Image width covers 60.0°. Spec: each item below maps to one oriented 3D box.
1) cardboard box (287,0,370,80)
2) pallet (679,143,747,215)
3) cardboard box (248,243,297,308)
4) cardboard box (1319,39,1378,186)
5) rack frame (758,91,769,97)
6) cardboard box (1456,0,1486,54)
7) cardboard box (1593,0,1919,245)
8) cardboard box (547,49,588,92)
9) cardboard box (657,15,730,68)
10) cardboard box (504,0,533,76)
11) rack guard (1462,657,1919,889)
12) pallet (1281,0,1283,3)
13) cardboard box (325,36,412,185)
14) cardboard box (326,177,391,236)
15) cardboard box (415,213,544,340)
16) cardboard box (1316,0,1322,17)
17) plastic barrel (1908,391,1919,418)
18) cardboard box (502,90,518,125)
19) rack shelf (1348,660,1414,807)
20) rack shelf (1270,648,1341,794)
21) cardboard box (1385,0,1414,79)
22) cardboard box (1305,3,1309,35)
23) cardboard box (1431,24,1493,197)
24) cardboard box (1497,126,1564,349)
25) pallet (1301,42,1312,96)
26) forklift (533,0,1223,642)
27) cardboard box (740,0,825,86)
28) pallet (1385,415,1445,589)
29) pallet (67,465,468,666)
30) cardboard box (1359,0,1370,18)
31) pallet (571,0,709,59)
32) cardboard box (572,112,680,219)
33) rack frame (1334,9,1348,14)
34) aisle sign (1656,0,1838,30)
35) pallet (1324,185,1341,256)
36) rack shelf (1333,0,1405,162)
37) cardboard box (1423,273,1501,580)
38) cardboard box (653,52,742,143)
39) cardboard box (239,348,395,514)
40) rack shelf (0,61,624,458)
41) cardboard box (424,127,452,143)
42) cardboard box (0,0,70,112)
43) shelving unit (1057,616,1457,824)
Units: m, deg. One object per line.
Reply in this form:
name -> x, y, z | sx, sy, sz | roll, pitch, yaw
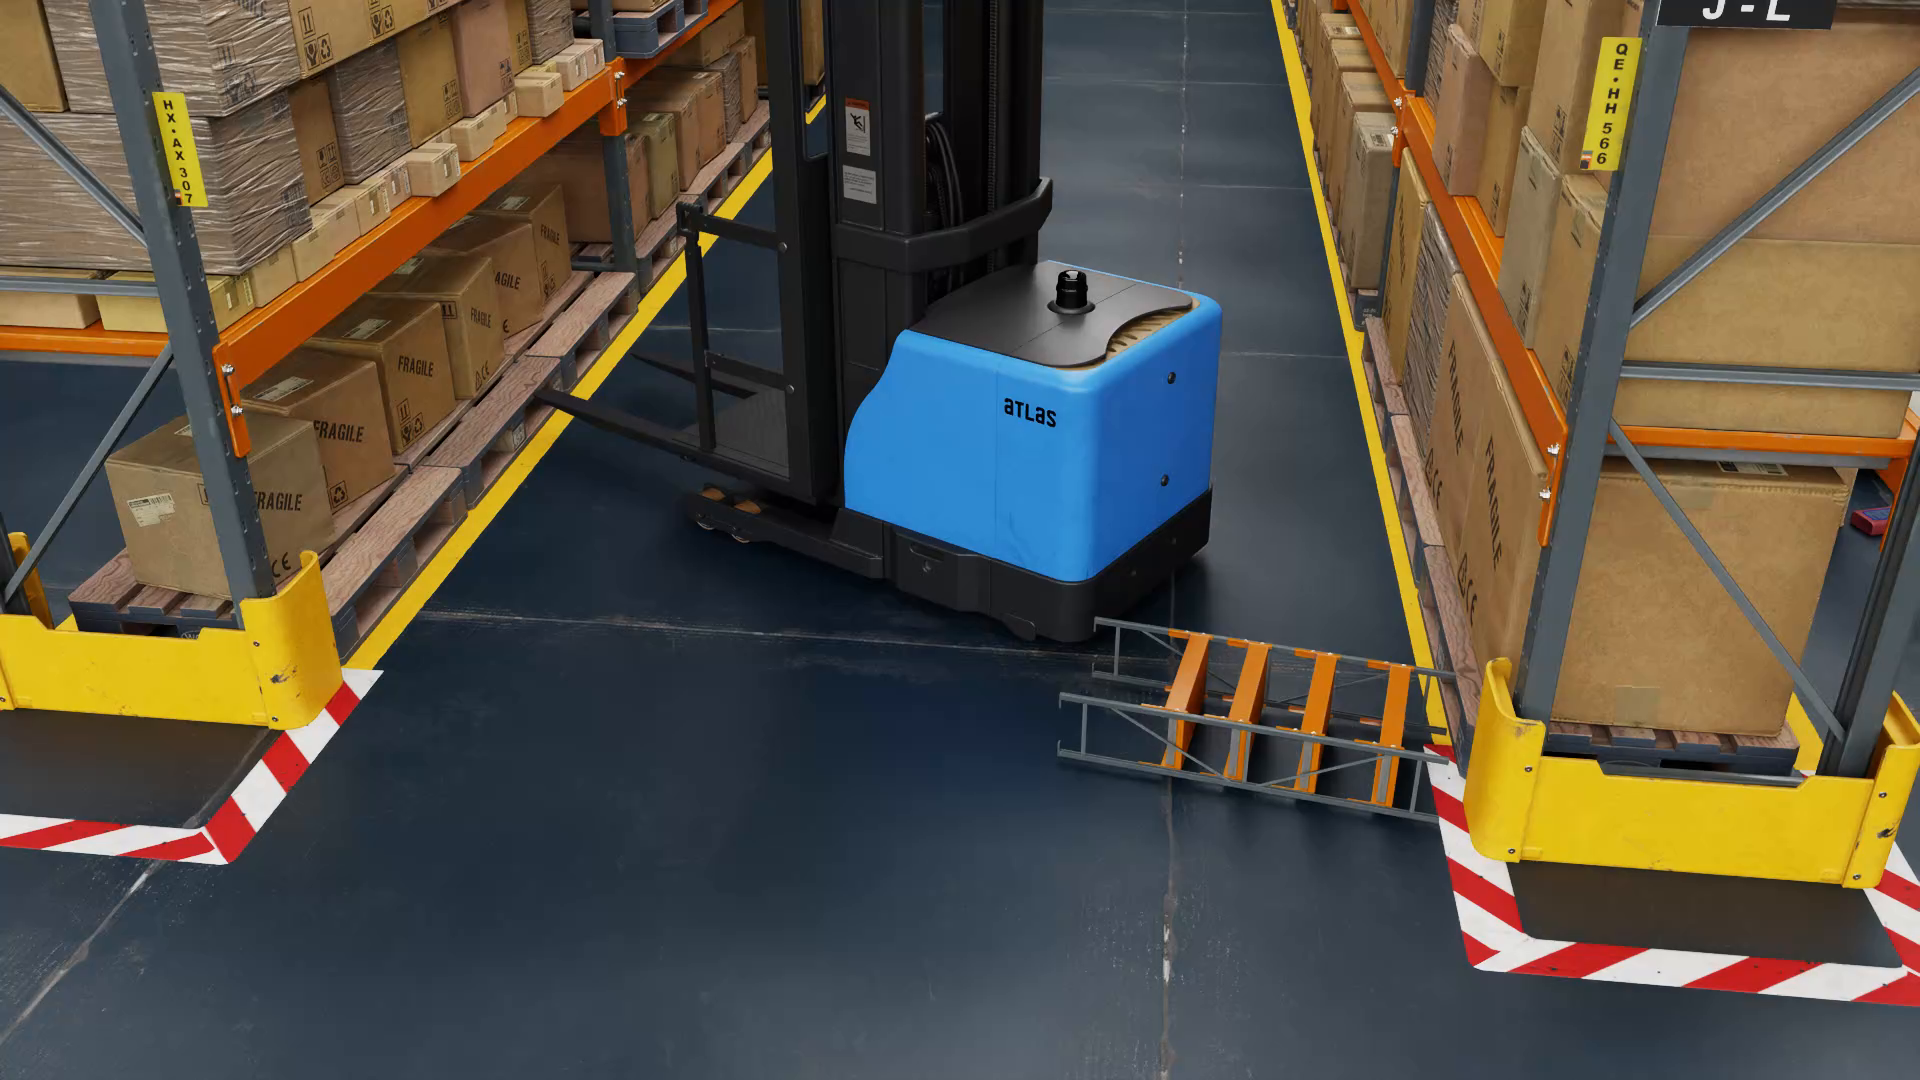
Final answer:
cardboard box -> -2.355, -1.853, 5.554 | 0.500, 0.500, 0.500 | 3, 28, 6
pallet -> -2.030, -2.358, 10.904 | 1.003, 0.211, 1.213 | 3, 28, 6
cardboard box -> -2.440, -0.886, 5.498 | 0.380, 0.149, 0.250 | 3, 28, 6
cardboard box -> 2.862, -2.691, 10.512 | 1.050, 0.750, 0.750 | 4, 29, 7
rack frame -> -1.781, -4.526, 11.988 | 1.000, 3.000, 0.127 | 3, 28, 6
cardboard box -> 2.405, -2.165, 6.310 | 0.875, 0.550, 0.550 | 3, 28, 6
cardboard box -> 2.233, -1.138, 4.403 | 0.875, 0.550, 0.550 | 3, 28, 6
cardboard box -> -2.046, -2.297, 8.116 | 0.380, 0.149, 0.250 | 3, 28, 6
cardboard box -> -1.888, -3.382, 11.246 | 0.500, 0.250, 0.500 | 7, 29, 12
cardboard box -> -2.484, -2.376, 7.579 | 0.875, 0.500, 0.500 | 3, 28, 6
rack guard -> 2.146, 0.687, 4.947 | 1.175, 0.500, 0.348 | 3, 28, 6
pallet -> 3.814, -5.739, 17.181 | 1.003, 0.211, 1.213 | 3, 28, 6
cardboard box -> -2.620, -1.668, 6.264 | 0.875, 0.500, 0.500 | 3, 28, 6
cardboard box -> -2.347, -1.239, 6.153 | 0.380, 0.149, 0.250 | 3, 28, 6
cardboard box -> -2.422, -1.271, 8.140 | 0.500, 0.500, 0.500 | 13, 31, 22
cardboard box -> 3.004, -4.180, 12.749 | 0.500, 0.250, 0.500 | 4, 29, 7
plastic barrel -> 4.023, -0.550, 7.324 | 0.421, 0.421, 0.512 | -24, 36, -37
cardboard box -> -2.217, -1.949, 7.469 | 0.380, 0.149, 0.250 | 3, 28, 6
rack shelf -> 1.339, 0.620, 5.290 | 0.148, 0.258, 0.480 | 8, 29, 15
rack shelf -> 1.113, 0.587, 5.351 | 0.148, 0.258, 0.480 | 8, 29, 15
cardboard box -> 2.438, -2.612, 8.331 | 0.500, 0.500, 0.500 | 3, 28, 6
cardboard box -> 3.152, -4.328, 13.814 | 0.500, 0.500, 0.500 | 4, 29, 7
cardboard box -> 2.378, -1.691, 6.569 | 0.875, 0.550, 0.550 | 3, 28, 6
cardboard box -> 2.195, -0.928, 5.151 | 0.875, 0.550, 0.550 | 3, 28, 6
pallet -> 3.379, -3.903, 13.772 | 1.003, 0.211, 1.213 | 3, 28, 6
forklift -> -0.507, -1.463, 6.376 | 3.031, 2.935, 1.130 | 19, 34, 31
cardboard box -> -1.676, -4.099, 12.993 | 1.225, 0.875, 0.875 | 2, 28, 4
pallet -> 2.322, -0.150, 6.806 | 1.003, 0.211, 1.213 | 3, 28, 6
pallet -> -2.617, 0.051, 6.432 | 1.003, 0.211, 1.213 | 3, 28, 6
cardboard box -> 2.622, -3.327, 9.658 | 0.500, 0.500, 0.500 | 3, 28, 6
pallet -> -2.033, -2.910, 9.191 | 1.003, 0.211, 1.213 | 3, 28, 6
cardboard box -> -2.097, -2.247, 9.931 | 0.700, 0.500, 0.500 | 3, 28, 6
rack frame -> 3.129, -4.190, 11.365 | 1.000, 3.000, 0.127 | 3, 28, 6
aisle sign -> 1.843, -1.553, 3.729 | 0.394, 0.787, 0.004 | 3, 28, 6
pallet -> 2.806, -2.023, 10.283 | 1.003, 0.211, 1.213 | 3, 28, 6
rack shelf -> 2.884, -2.932, 9.788 | 1.077, 0.370, 4.000 | 3, 28, 6
cardboard box -> 2.272, -0.411, 6.148 | 0.875, 0.875, 0.875 | 3, 28, 5
cardboard box -> -1.898, -3.041, 11.403 | 0.700, 0.500, 0.500 | 1, 28, 2
cardboard box -> -2.629, -0.421, 6.561 | 0.500, 0.500, 0.500 | 11, 30, 19
rack shelf -> -2.516, -1.385, 6.916 | 1.077, 0.370, 4.000 | 3, 28, 6
cardboard box -> -2.310, -1.596, 6.814 | 0.380, 0.149, 0.250 | 3, 28, 6
cardboard box -> -2.939, -1.649, 5.174 | 0.500, 0.500, 0.500 | 3, 28, 6
shelving unit -> 0.963, 0.565, 5.392 | 1.200, 0.258, 0.503 | 8, 29, 15
